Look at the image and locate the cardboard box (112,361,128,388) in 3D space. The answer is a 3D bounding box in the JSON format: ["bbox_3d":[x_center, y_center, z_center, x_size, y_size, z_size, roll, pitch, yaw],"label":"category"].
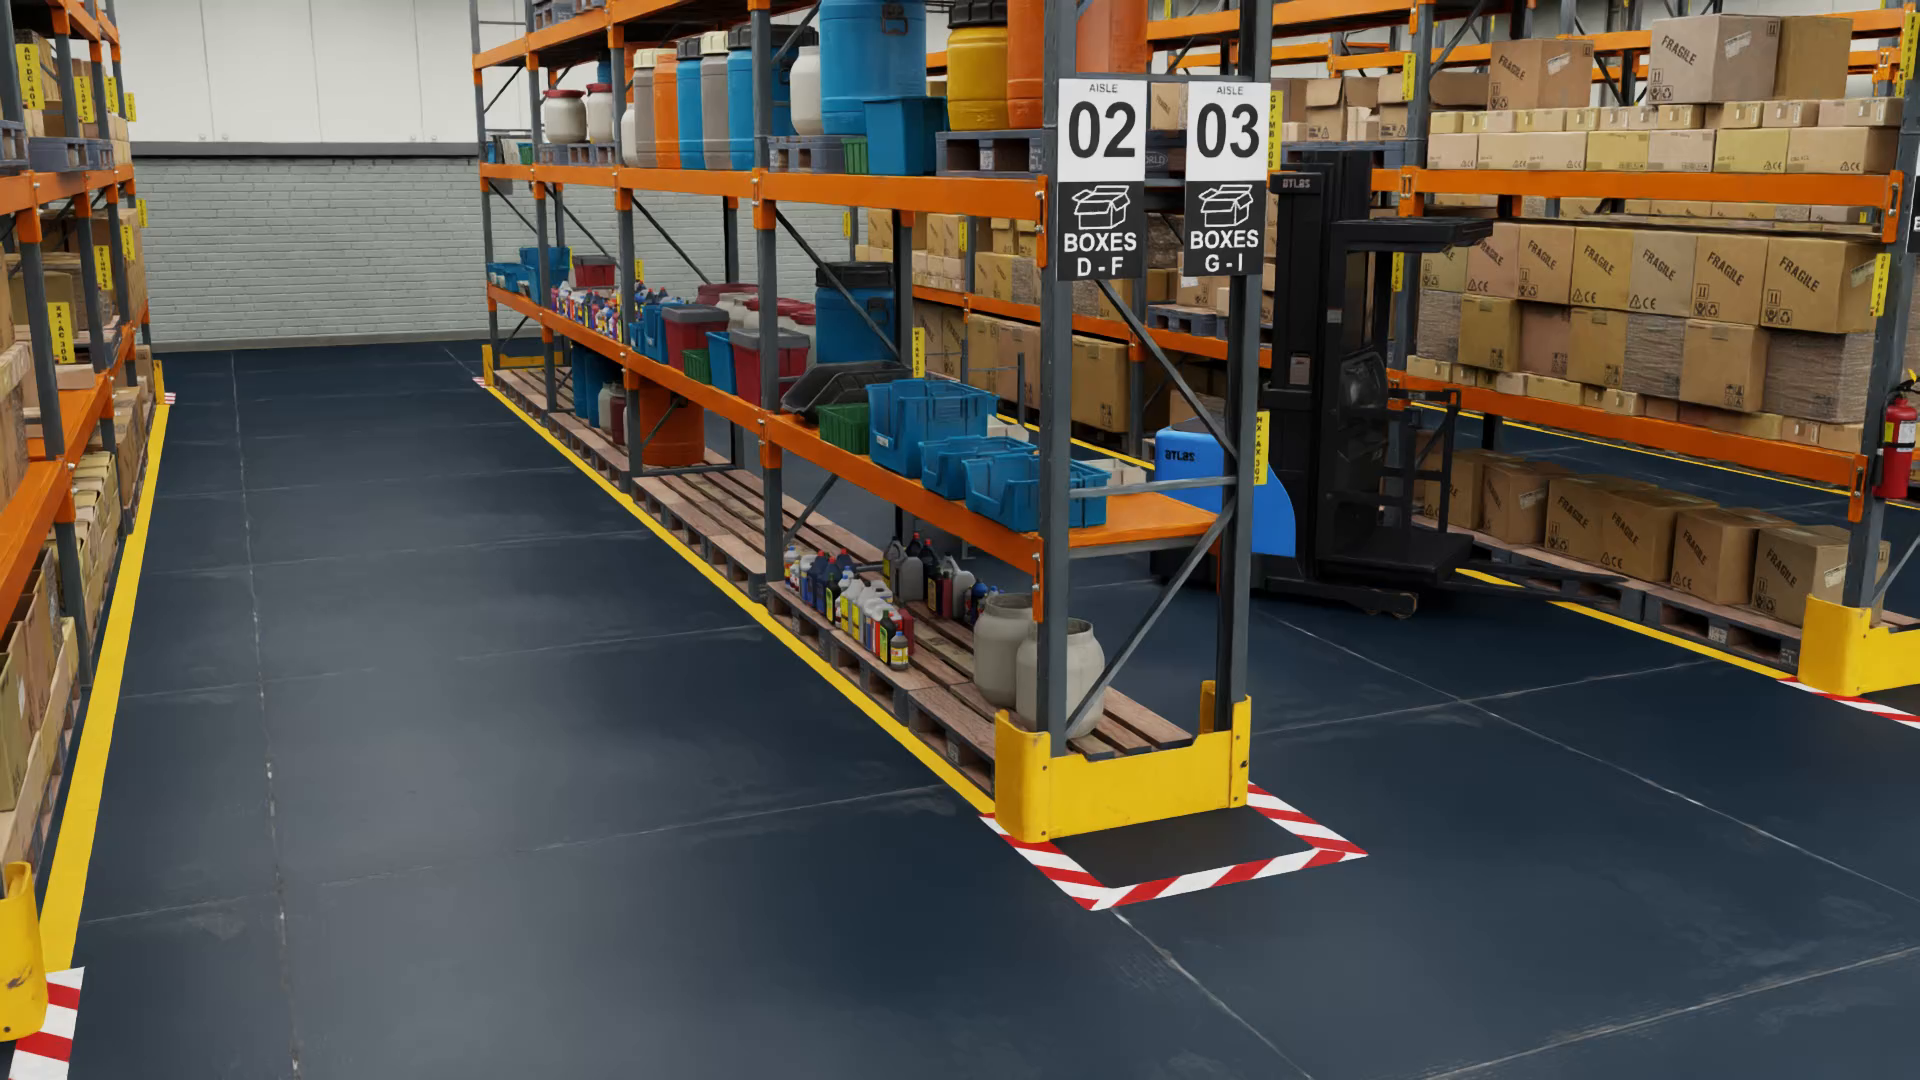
[{"bbox_3d":[-9.291,-1.639,17.859,0.797,0.503,0.637,-6,14,-23],"label":"cardboard box"}]

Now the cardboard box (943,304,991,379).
[{"bbox_3d":[0.353,-2.460,20.627,0.875,0.875,0.875,-6,14,-23],"label":"cardboard box"}]

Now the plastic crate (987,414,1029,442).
[{"bbox_3d":[0.093,-0.606,9.419,0.530,0.136,0.437,-6,14,-23],"label":"plastic crate"}]

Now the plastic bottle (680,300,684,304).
[{"bbox_3d":[-2.621,-2.126,15.690,0.097,0.271,0.097,0,13,0],"label":"plastic bottle"}]

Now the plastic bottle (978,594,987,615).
[{"bbox_3d":[0.155,0.414,9.659,0.097,0.201,0.097,0,13,0],"label":"plastic bottle"}]

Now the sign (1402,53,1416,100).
[{"bbox_3d":[3.242,-3.348,12.013,0.100,0.325,0.005,-6,14,-23],"label":"sign"}]

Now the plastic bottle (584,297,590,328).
[{"bbox_3d":[-3.530,-2.163,15.823,0.061,0.283,0.133,-6,14,-23],"label":"plastic bottle"}]

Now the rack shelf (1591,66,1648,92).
[{"bbox_3d":[8.823,-6.833,24.917,1.077,0.370,4.000,-6,14,-23],"label":"rack shelf"}]

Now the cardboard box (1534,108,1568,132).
[{"bbox_3d":[4.019,-2.765,10.961,0.380,0.149,0.250,-6,14,-24],"label":"cardboard box"}]

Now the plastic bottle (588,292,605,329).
[{"bbox_3d":[-3.428,-2.167,15.690,0.144,0.351,0.185,-6,14,-23],"label":"plastic bottle"}]

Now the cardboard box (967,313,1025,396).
[{"bbox_3d":[0.819,-2.186,19.443,1.225,0.875,0.875,-6,14,-23],"label":"cardboard box"}]

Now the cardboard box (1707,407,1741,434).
[{"bbox_3d":[4.715,-0.737,9.961,0.380,0.149,0.250,-6,14,-23],"label":"cardboard box"}]

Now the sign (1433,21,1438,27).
[{"bbox_3d":[7.511,-8.275,26.242,0.100,0.325,0.005,-6,14,-23],"label":"sign"}]

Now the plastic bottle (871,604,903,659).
[{"bbox_3d":[-0.400,0.498,9.131,0.152,0.276,0.135,-6,14,-23],"label":"plastic bottle"}]

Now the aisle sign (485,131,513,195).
[{"bbox_3d":[-5.897,-4.781,21.108,0.394,0.787,0.004,-6,14,-23],"label":"aisle sign"}]

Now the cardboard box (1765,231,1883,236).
[{"bbox_3d":[5.187,-1.591,9.992,0.500,0.500,0.500,-6,14,-23],"label":"cardboard box"}]

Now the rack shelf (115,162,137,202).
[{"bbox_3d":[-9.335,-3.777,17.480,1.077,0.370,4.000,-6,14,-23],"label":"rack shelf"}]

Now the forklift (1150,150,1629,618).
[{"bbox_3d":[2.858,-1.060,10.951,3.031,2.935,1.130,7,15,29],"label":"forklift"}]

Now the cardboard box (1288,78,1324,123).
[{"bbox_3d":[2.967,-3.790,14.608,0.500,0.500,0.500,-5,14,-22],"label":"cardboard box"}]

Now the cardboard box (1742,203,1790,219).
[{"bbox_3d":[10.374,-4.043,21.248,0.500,0.500,0.500,-6,14,-23],"label":"cardboard box"}]

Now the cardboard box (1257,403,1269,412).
[{"bbox_3d":[2.901,-0.951,14.892,0.700,0.500,0.500,-4,14,-18],"label":"cardboard box"}]

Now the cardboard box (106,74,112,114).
[{"bbox_3d":[-9.916,-4.972,18.608,0.700,0.500,0.500,-6,14,-23],"label":"cardboard box"}]

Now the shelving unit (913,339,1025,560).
[{"bbox_3d":[0.034,-0.713,12.625,0.538,1.500,1.048,-6,14,-23],"label":"shelving unit"}]

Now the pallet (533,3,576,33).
[{"bbox_3d":[-3.634,-5.167,16.545,1.003,0.211,1.213,-6,14,-23],"label":"pallet"}]

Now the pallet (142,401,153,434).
[{"bbox_3d":[-9.301,-1.289,17.971,1.003,0.211,1.213,-6,14,-23],"label":"pallet"}]

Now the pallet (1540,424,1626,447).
[{"bbox_3d":[6.978,-1.219,17.671,1.003,0.211,1.213,-6,14,-23],"label":"pallet"}]

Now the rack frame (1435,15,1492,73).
[{"bbox_3d":[8.022,-7.791,26.576,1.000,3.000,0.127,-6,14,-23],"label":"rack frame"}]

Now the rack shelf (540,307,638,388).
[{"bbox_3d":[-3.193,-1.936,16.178,1.077,0.370,4.000,-6,14,-23],"label":"rack shelf"}]

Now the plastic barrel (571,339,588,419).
[{"bbox_3d":[-3.792,-1.768,17.579,0.600,0.901,0.708,-6,14,-23],"label":"plastic barrel"}]

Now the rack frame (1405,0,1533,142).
[{"bbox_3d":[3.749,-4.417,11.997,1.000,3.000,0.127,-6,14,-23],"label":"rack frame"}]

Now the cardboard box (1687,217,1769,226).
[{"bbox_3d":[7.519,-2.874,16.197,0.700,0.500,0.500,-6,14,-24],"label":"cardboard box"}]

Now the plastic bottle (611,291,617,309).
[{"bbox_3d":[-3.647,-2.535,17.613,0.097,0.201,0.097,0,13,0],"label":"plastic bottle"}]

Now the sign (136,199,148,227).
[{"bbox_3d":[-9.620,-3.843,19.555,0.100,0.325,0.005,-6,14,-23],"label":"sign"}]

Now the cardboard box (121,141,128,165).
[{"bbox_3d":[-9.287,-4.179,17.954,0.500,0.250,0.500,-6,14,-23],"label":"cardboard box"}]

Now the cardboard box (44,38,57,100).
[{"bbox_3d":[-7.509,-3.725,13.222,0.500,0.500,0.500,-6,14,-23],"label":"cardboard box"}]

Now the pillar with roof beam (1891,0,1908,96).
[{"bbox_3d":[10.773,-7.250,24.239,9.100,9.000,0.400,-6,14,-23],"label":"pillar with roof beam"}]

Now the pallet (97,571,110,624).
[{"bbox_3d":[-6.153,0.357,10.858,1.003,0.211,1.213,-6,14,-23],"label":"pallet"}]

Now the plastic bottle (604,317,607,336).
[{"bbox_3d":[-3.184,-1.955,15.105,0.097,0.201,0.097,0,13,0],"label":"plastic bottle"}]

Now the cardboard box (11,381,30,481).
[{"bbox_3d":[-5.146,-0.558,8.406,0.700,0.500,0.500,-6,14,-24],"label":"cardboard box"}]

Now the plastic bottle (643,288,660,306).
[{"bbox_3d":[-2.970,-2.246,16.032,0.144,0.351,0.185,-6,14,-23],"label":"plastic bottle"}]

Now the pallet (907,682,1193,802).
[{"bbox_3d":[0.419,0.958,8.261,1.003,0.211,1.213,-6,14,-23],"label":"pallet"}]

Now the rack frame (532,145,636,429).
[{"bbox_3d":[-3.994,-2.700,17.882,1.000,3.000,0.127,-6,14,-23],"label":"rack frame"}]

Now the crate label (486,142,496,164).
[{"bbox_3d":[-5.523,-4.695,20.181,0.408,0.251,0.502,-6,14,-23],"label":"crate label"}]

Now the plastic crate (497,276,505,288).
[{"bbox_3d":[-5.475,-3.132,20.202,0.250,0.136,0.298,-6,14,-23],"label":"plastic crate"}]

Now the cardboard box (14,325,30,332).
[{"bbox_3d":[-6.245,-1.130,10.879,0.500,0.500,0.500,-6,15,-26],"label":"cardboard box"}]

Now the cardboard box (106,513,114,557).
[{"bbox_3d":[-6.089,0.005,11.361,0.500,0.250,0.500,-5,14,-22],"label":"cardboard box"}]

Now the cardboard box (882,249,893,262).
[{"bbox_3d":[-0.701,-3.711,21.923,0.500,0.250,0.500,-6,14,-25],"label":"cardboard box"}]

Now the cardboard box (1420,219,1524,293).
[{"bbox_3d":[3.696,-2.059,12.015,0.500,0.500,0.500,-6,14,-23],"label":"cardboard box"}]

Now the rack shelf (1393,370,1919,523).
[{"bbox_3d":[4.550,-0.730,10.969,1.077,0.370,4.000,-6,14,-23],"label":"rack shelf"}]

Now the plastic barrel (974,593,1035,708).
[{"bbox_3d":[0.278,0.554,8.408,0.421,0.512,0.421,0,13,0],"label":"plastic barrel"}]

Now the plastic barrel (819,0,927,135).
[{"bbox_3d":[-0.489,-2.742,9.368,0.600,0.901,0.708,-6,14,-23],"label":"plastic barrel"}]

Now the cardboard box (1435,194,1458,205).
[{"bbox_3d":[7.953,-5.279,26.589,0.500,0.500,0.500,-6,14,-24],"label":"cardboard box"}]

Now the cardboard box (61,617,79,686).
[{"bbox_3d":[-4.943,0.611,8.745,0.500,0.250,0.500,-6,14,-23],"label":"cardboard box"}]

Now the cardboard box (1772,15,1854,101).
[{"bbox_3d":[5.004,-2.897,10.094,0.500,0.500,0.500,-6,14,-23],"label":"cardboard box"}]
